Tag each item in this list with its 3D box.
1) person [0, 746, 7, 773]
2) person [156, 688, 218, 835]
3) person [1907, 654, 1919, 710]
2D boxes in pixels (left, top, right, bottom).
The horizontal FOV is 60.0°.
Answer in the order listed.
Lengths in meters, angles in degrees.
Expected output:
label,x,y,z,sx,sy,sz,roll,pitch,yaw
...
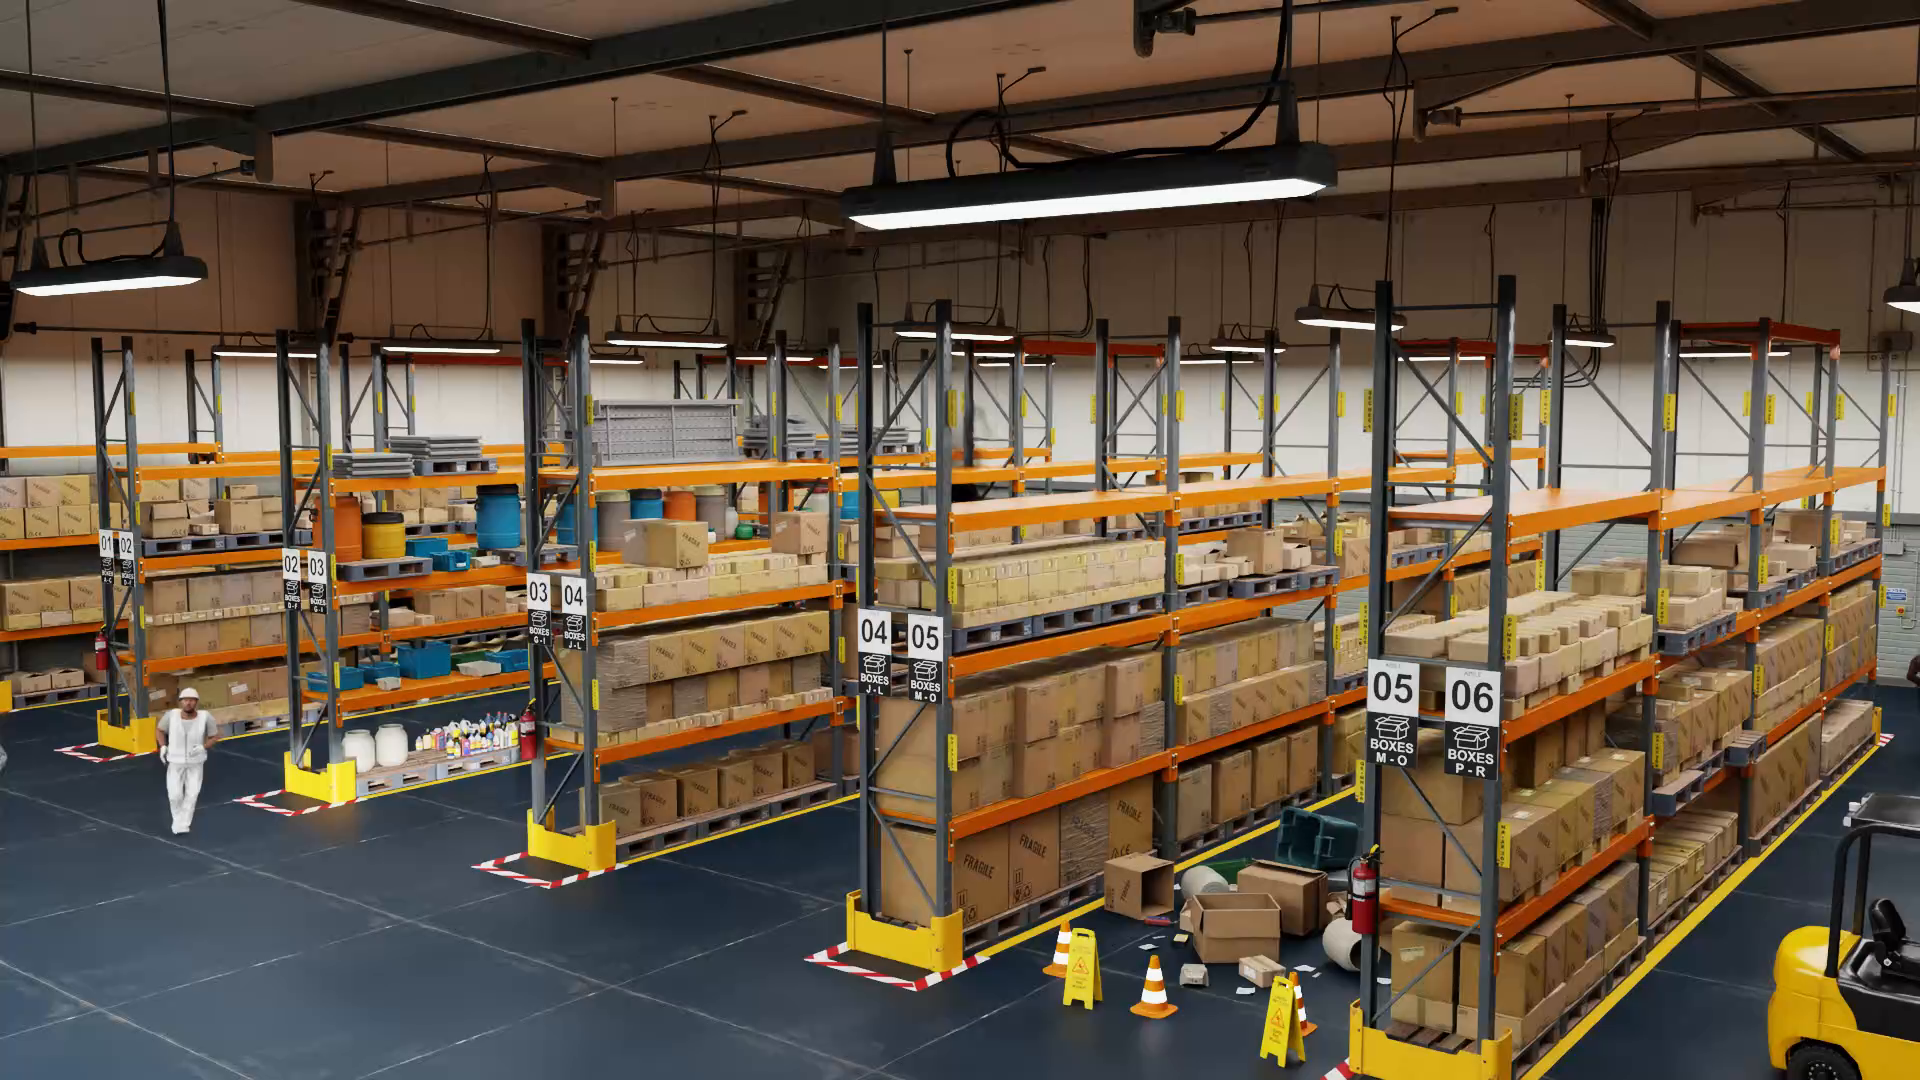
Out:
label,x,y,z,sx,sy,sz,roll,pitch,yaw
person,-10.726,2.715,18.100,0.648,1.726,0.590,-3,6,-32
person,-9.053,2.598,19.492,0.672,1.740,0.556,-2,5,-23
person,14.034,2.234,23.957,0.698,1.729,0.614,3,6,27
